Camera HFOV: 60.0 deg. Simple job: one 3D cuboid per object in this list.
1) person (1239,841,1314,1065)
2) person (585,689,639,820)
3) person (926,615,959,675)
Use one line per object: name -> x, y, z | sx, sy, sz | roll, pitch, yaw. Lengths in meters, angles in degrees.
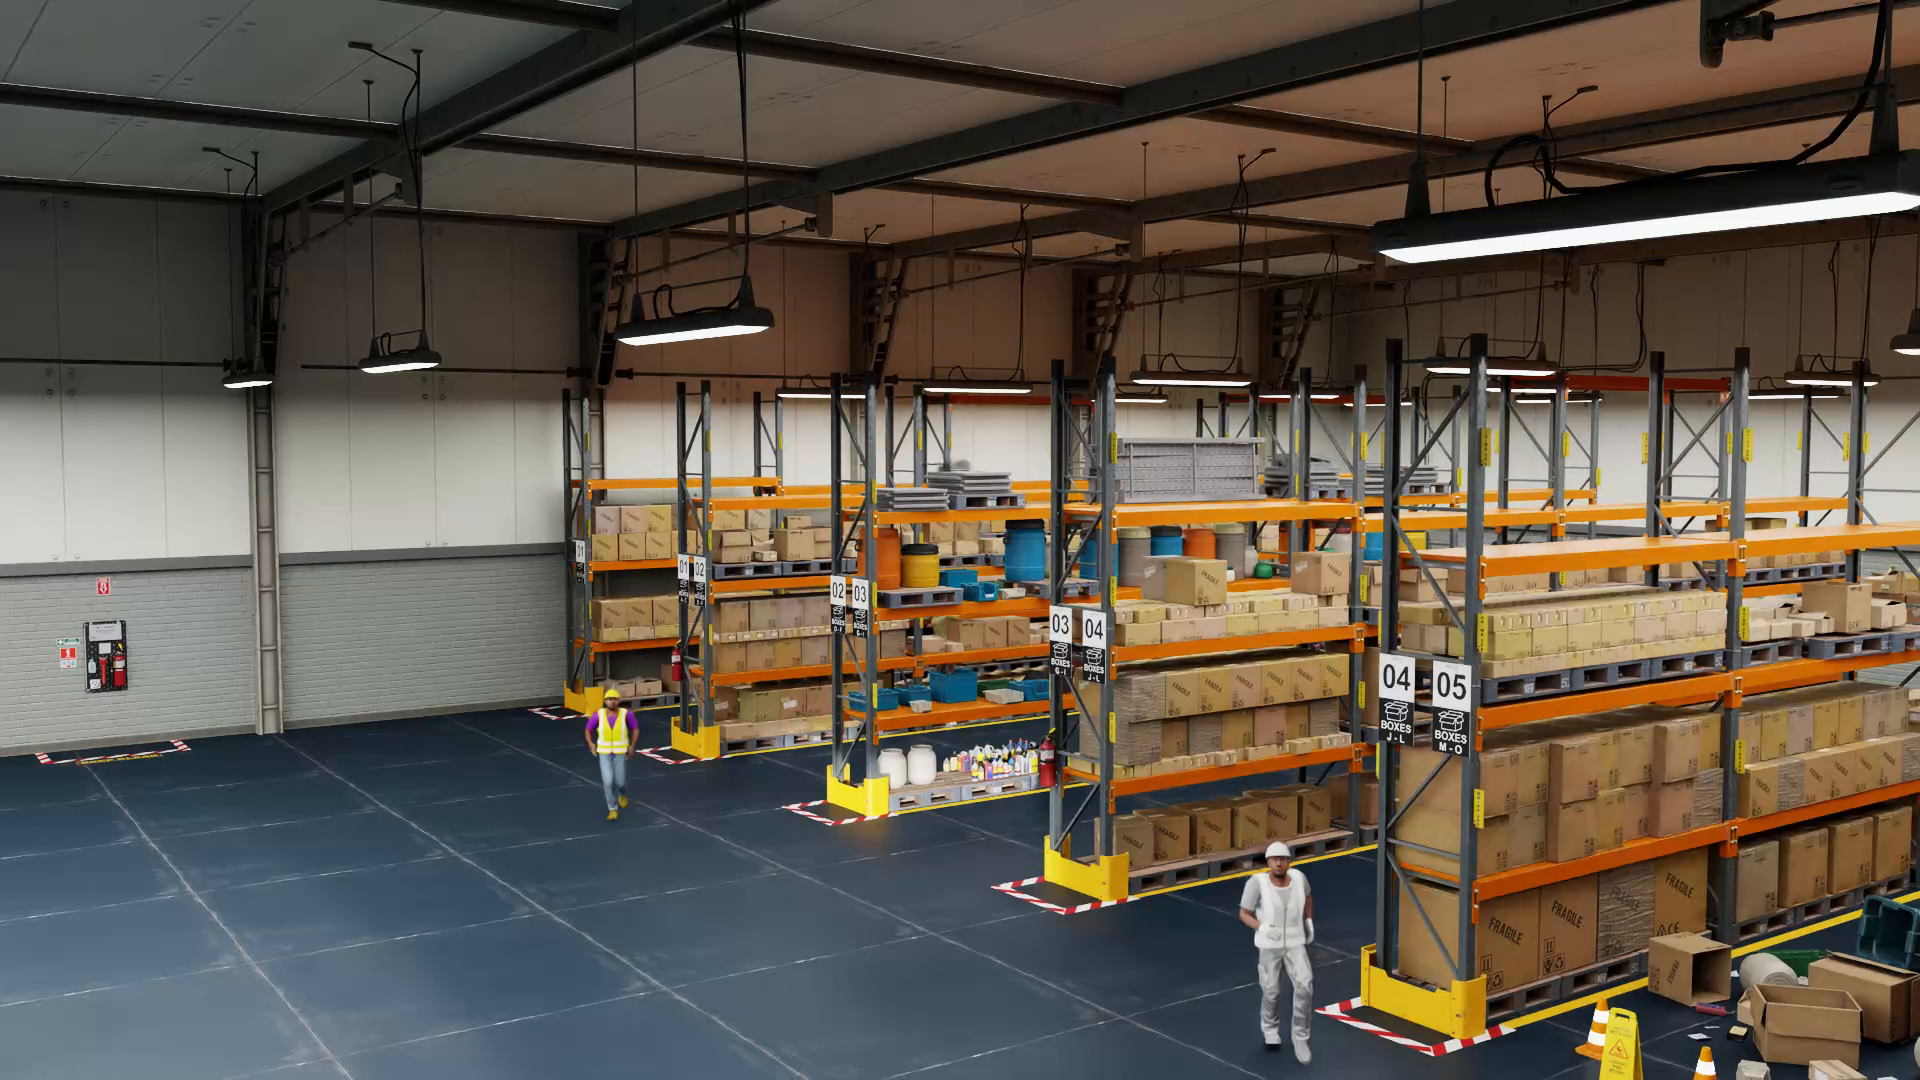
person -> 2.659, 3.383, 13.807 | 0.675, 1.755, 0.669 | 0, 4, -4
person -> -4.694, 2.862, 22.427 | 0.718, 1.734, 0.609 | -1, 4, -9
person -> -0.310, 2.011, 32.500 | 0.843, 1.749, 0.581 | -3, 5, -40
